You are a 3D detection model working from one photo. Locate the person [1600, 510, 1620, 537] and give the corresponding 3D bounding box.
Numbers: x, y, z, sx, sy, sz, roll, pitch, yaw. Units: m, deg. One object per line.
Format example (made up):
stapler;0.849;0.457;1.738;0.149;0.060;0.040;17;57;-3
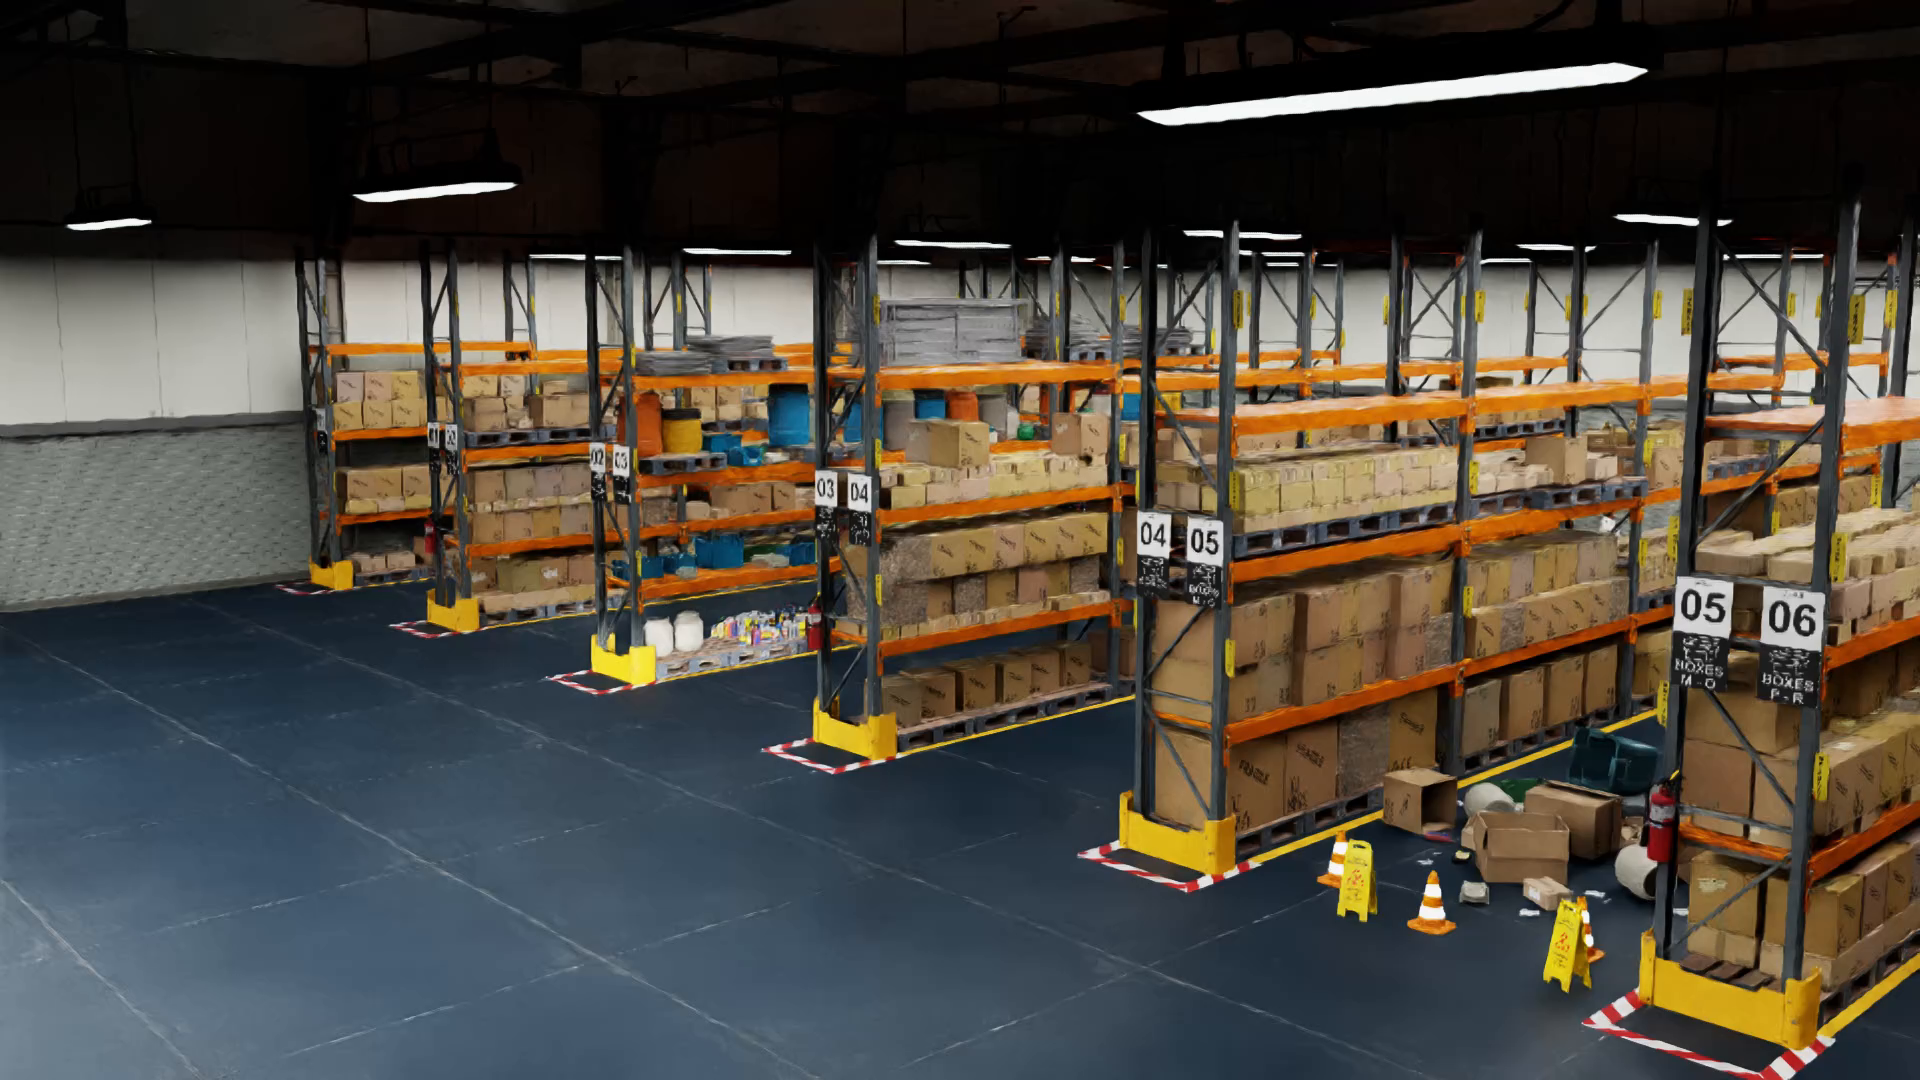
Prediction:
person;10.949;0.224;28.185;0.439;1.655;0.539;3;9;18
